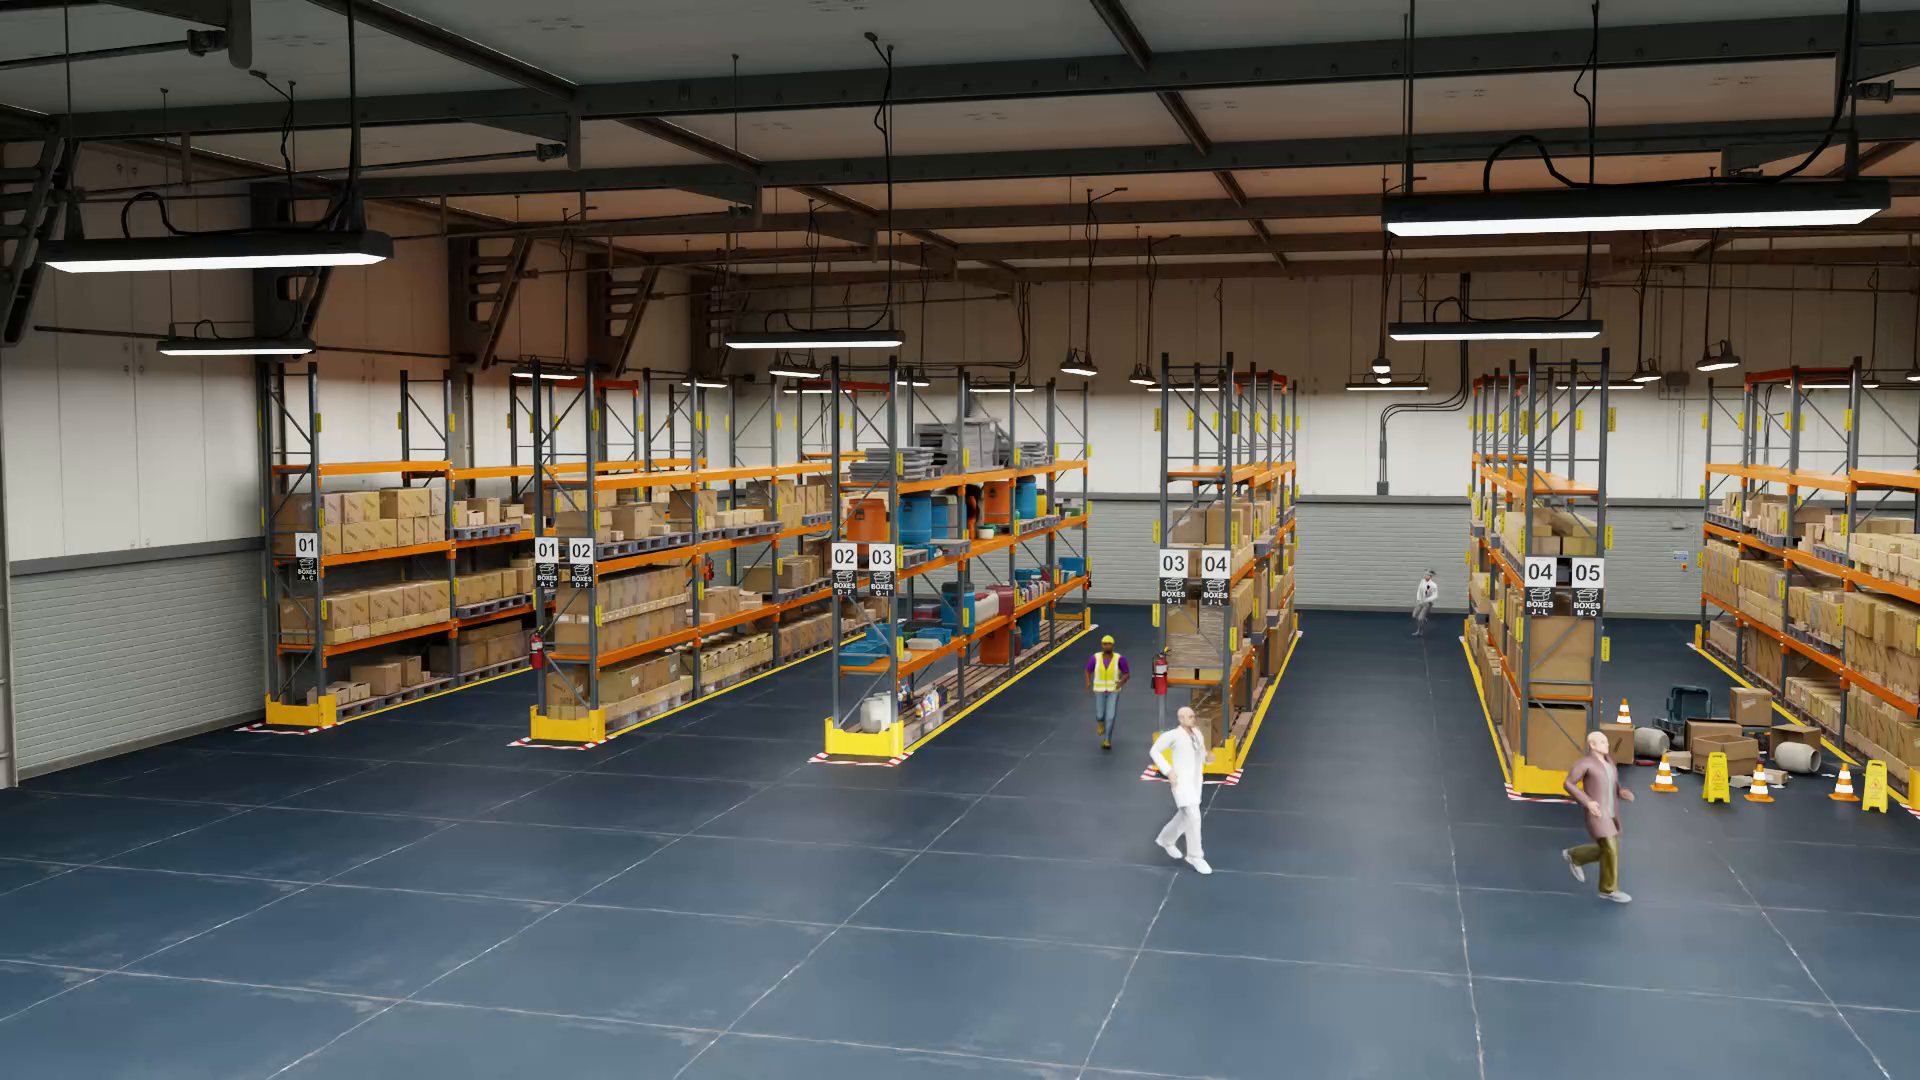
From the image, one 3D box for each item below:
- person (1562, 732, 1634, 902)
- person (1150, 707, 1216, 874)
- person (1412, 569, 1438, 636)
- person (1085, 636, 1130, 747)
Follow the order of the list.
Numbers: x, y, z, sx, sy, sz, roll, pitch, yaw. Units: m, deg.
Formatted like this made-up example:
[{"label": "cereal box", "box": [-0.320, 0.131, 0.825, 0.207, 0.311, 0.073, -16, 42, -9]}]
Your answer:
[{"label": "person", "box": [6.726, 2.894, 17.581, 0.719, 1.743, 0.884, -3, 5, -35]}, {"label": "person", "box": [2.536, 2.786, 18.784, 0.876, 1.822, 0.694, 4, 6, 44]}, {"label": "person", "box": [10.913, 1.465, 38.936, 0.561, 1.601, 0.665, -3, 5, -33]}, {"label": "person", "box": [2.280, 2.334, 25.755, 0.701, 1.716, 0.587, 1, 4, 9]}]
